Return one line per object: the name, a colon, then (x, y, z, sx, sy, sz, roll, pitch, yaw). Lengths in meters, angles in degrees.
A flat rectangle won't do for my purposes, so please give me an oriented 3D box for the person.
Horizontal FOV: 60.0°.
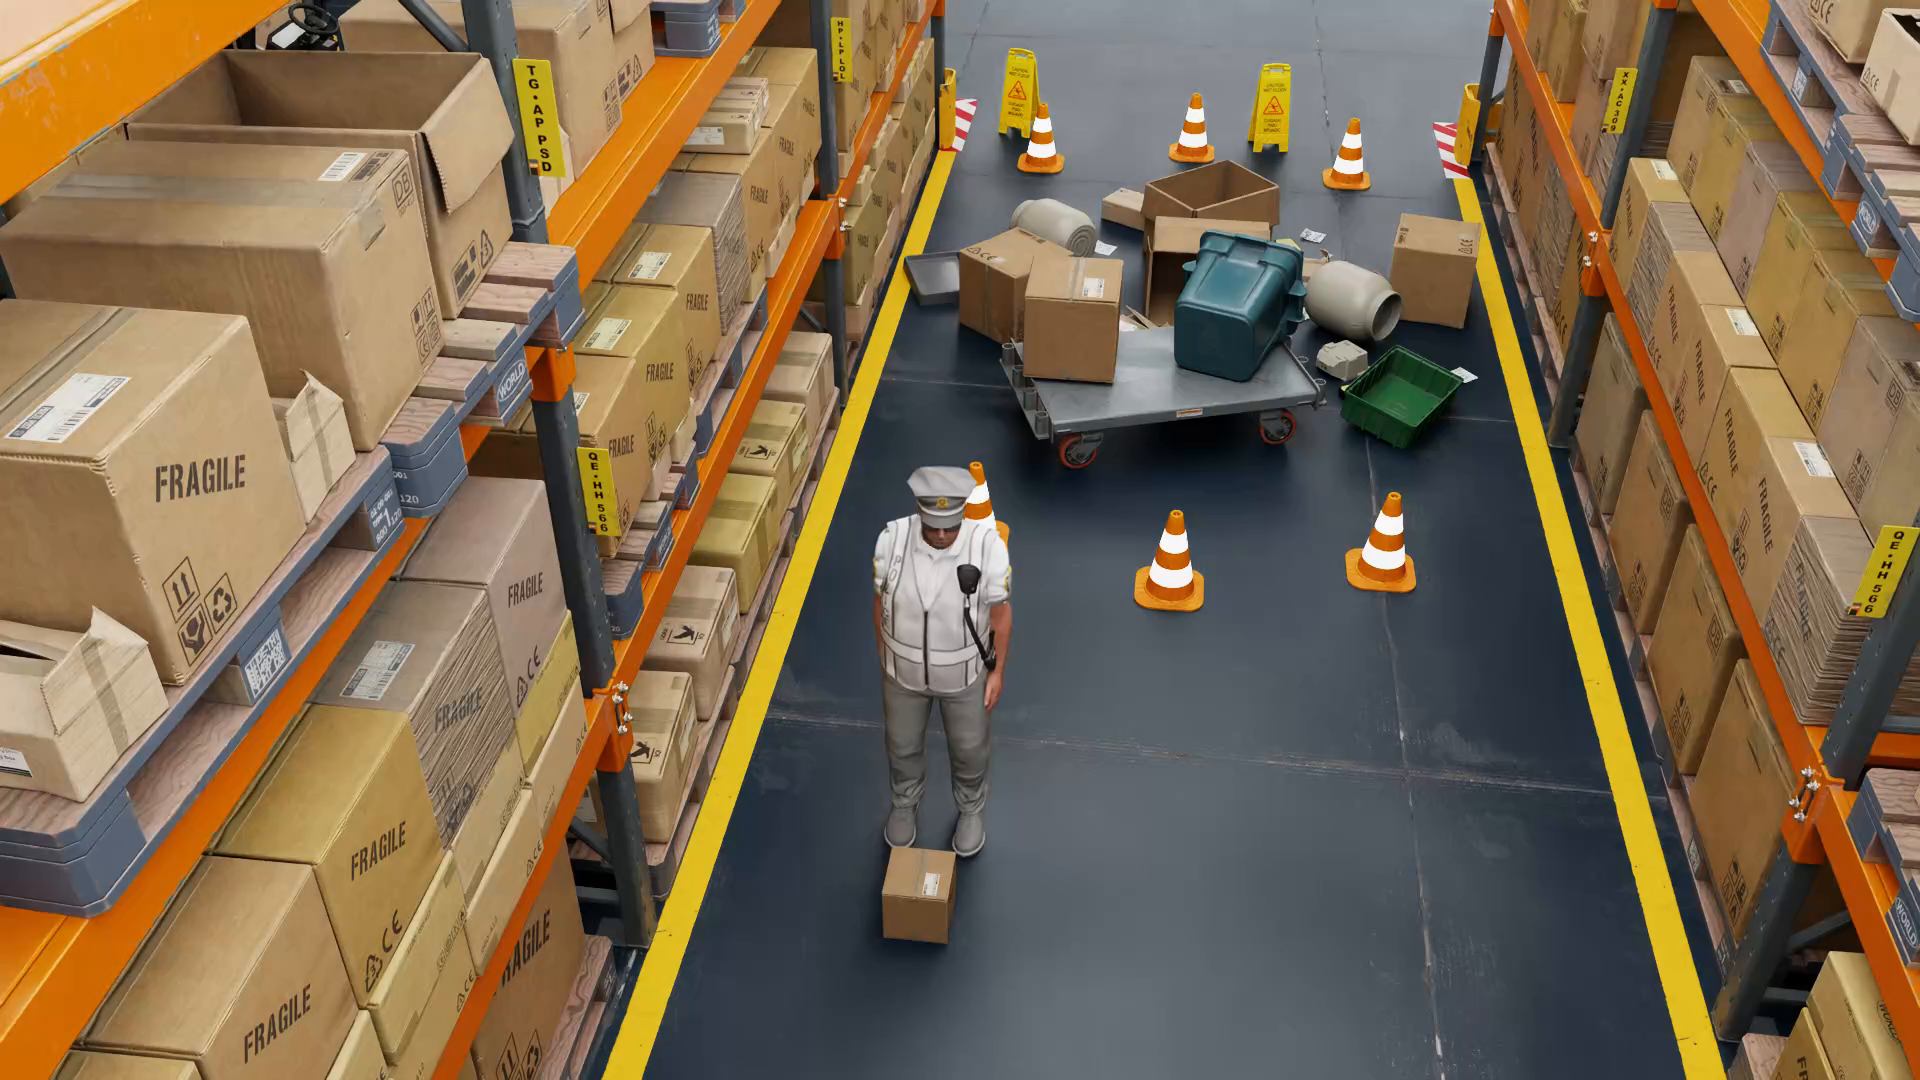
person: (-0.072, 0.482, 6.380, 0.529, 1.742, 0.392, 5, 36, 7)
